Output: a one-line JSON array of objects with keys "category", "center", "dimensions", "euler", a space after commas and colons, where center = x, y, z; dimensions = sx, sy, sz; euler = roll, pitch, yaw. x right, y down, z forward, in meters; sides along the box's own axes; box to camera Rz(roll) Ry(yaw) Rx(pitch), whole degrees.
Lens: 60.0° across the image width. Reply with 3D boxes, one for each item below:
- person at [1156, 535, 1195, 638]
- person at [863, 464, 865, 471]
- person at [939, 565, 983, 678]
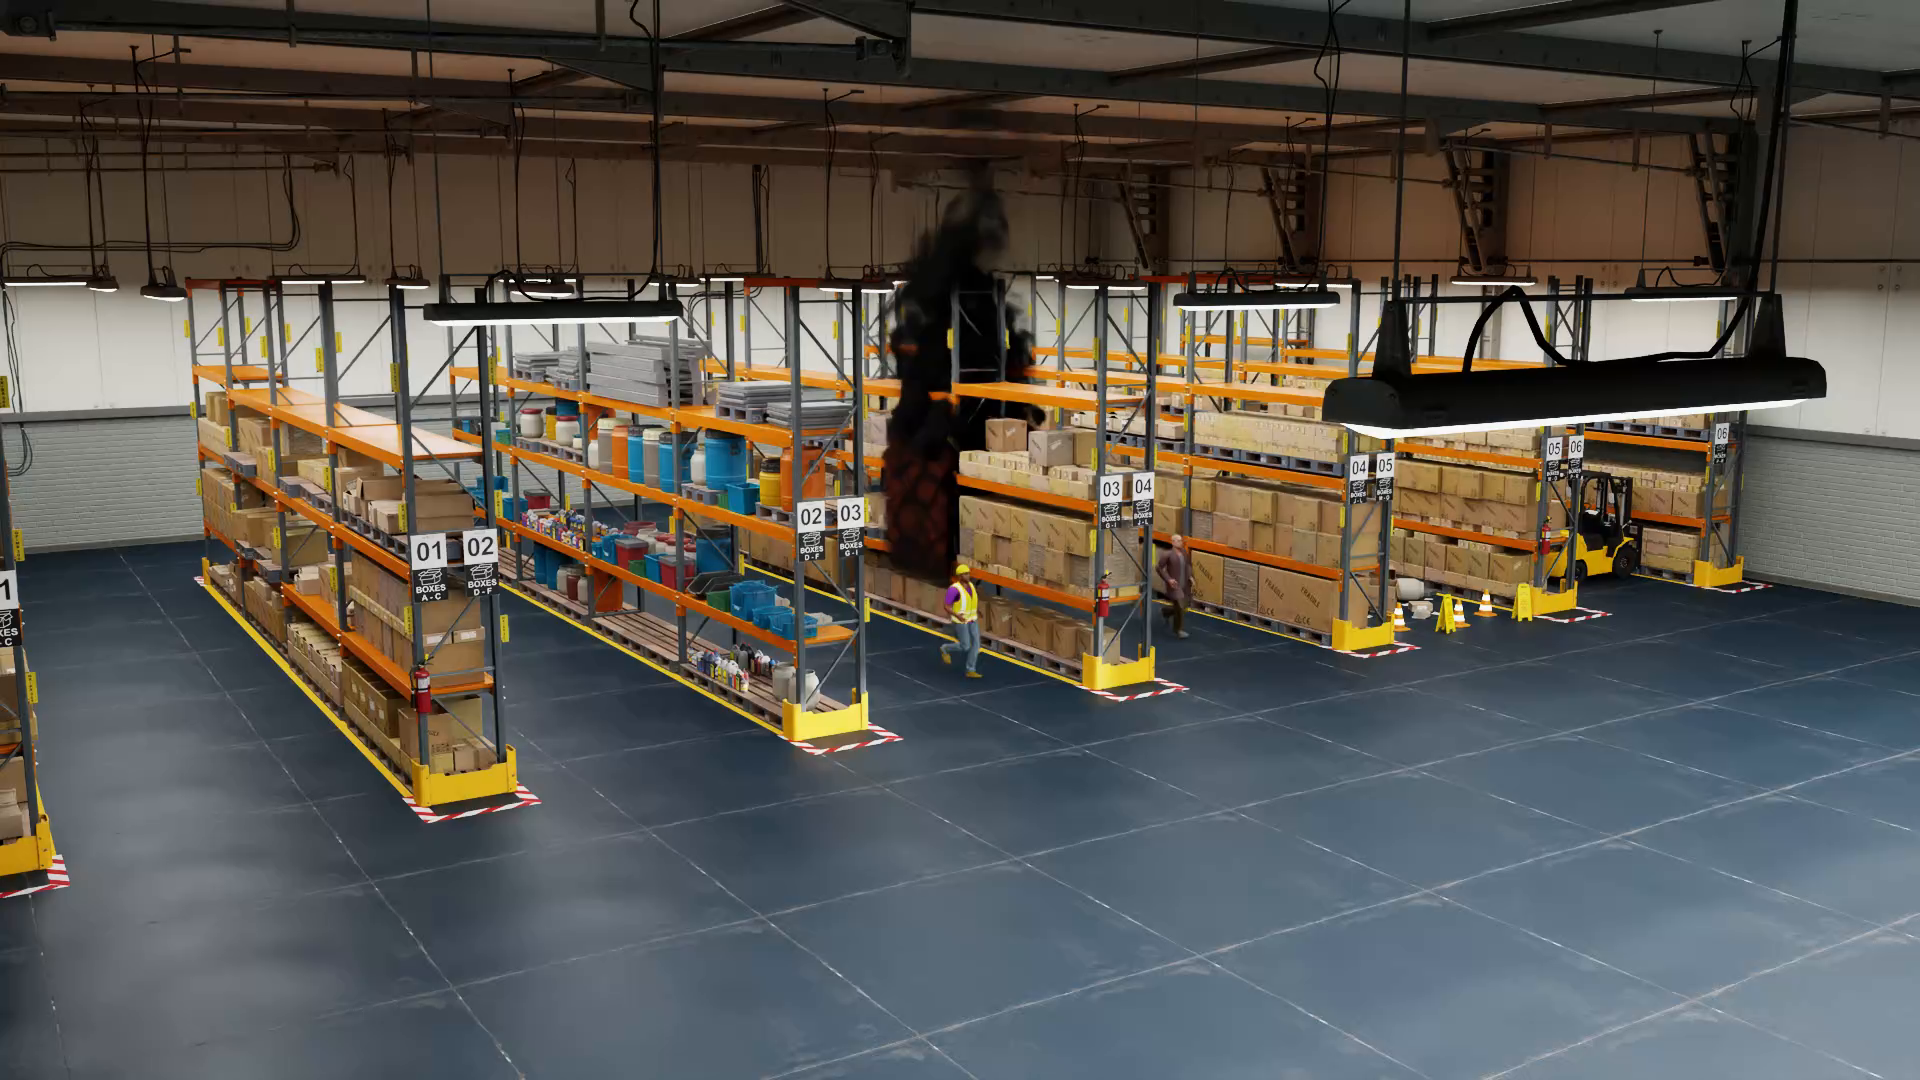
[{"category": "person", "center": [3.632, 0.762, 28.227], "dimensions": [0.752, 1.733, 0.759], "euler": [-8, 12, -38]}, {"category": "person", "center": [-2.417, -1.464, 41.723], "dimensions": [0.633, 1.672, 0.812], "euler": [9, 13, 43]}, {"category": "person", "center": [0.058, 1.234, 25.481], "dimensions": [0.801, 1.739, 0.700], "euler": [9, 13, 43]}]
